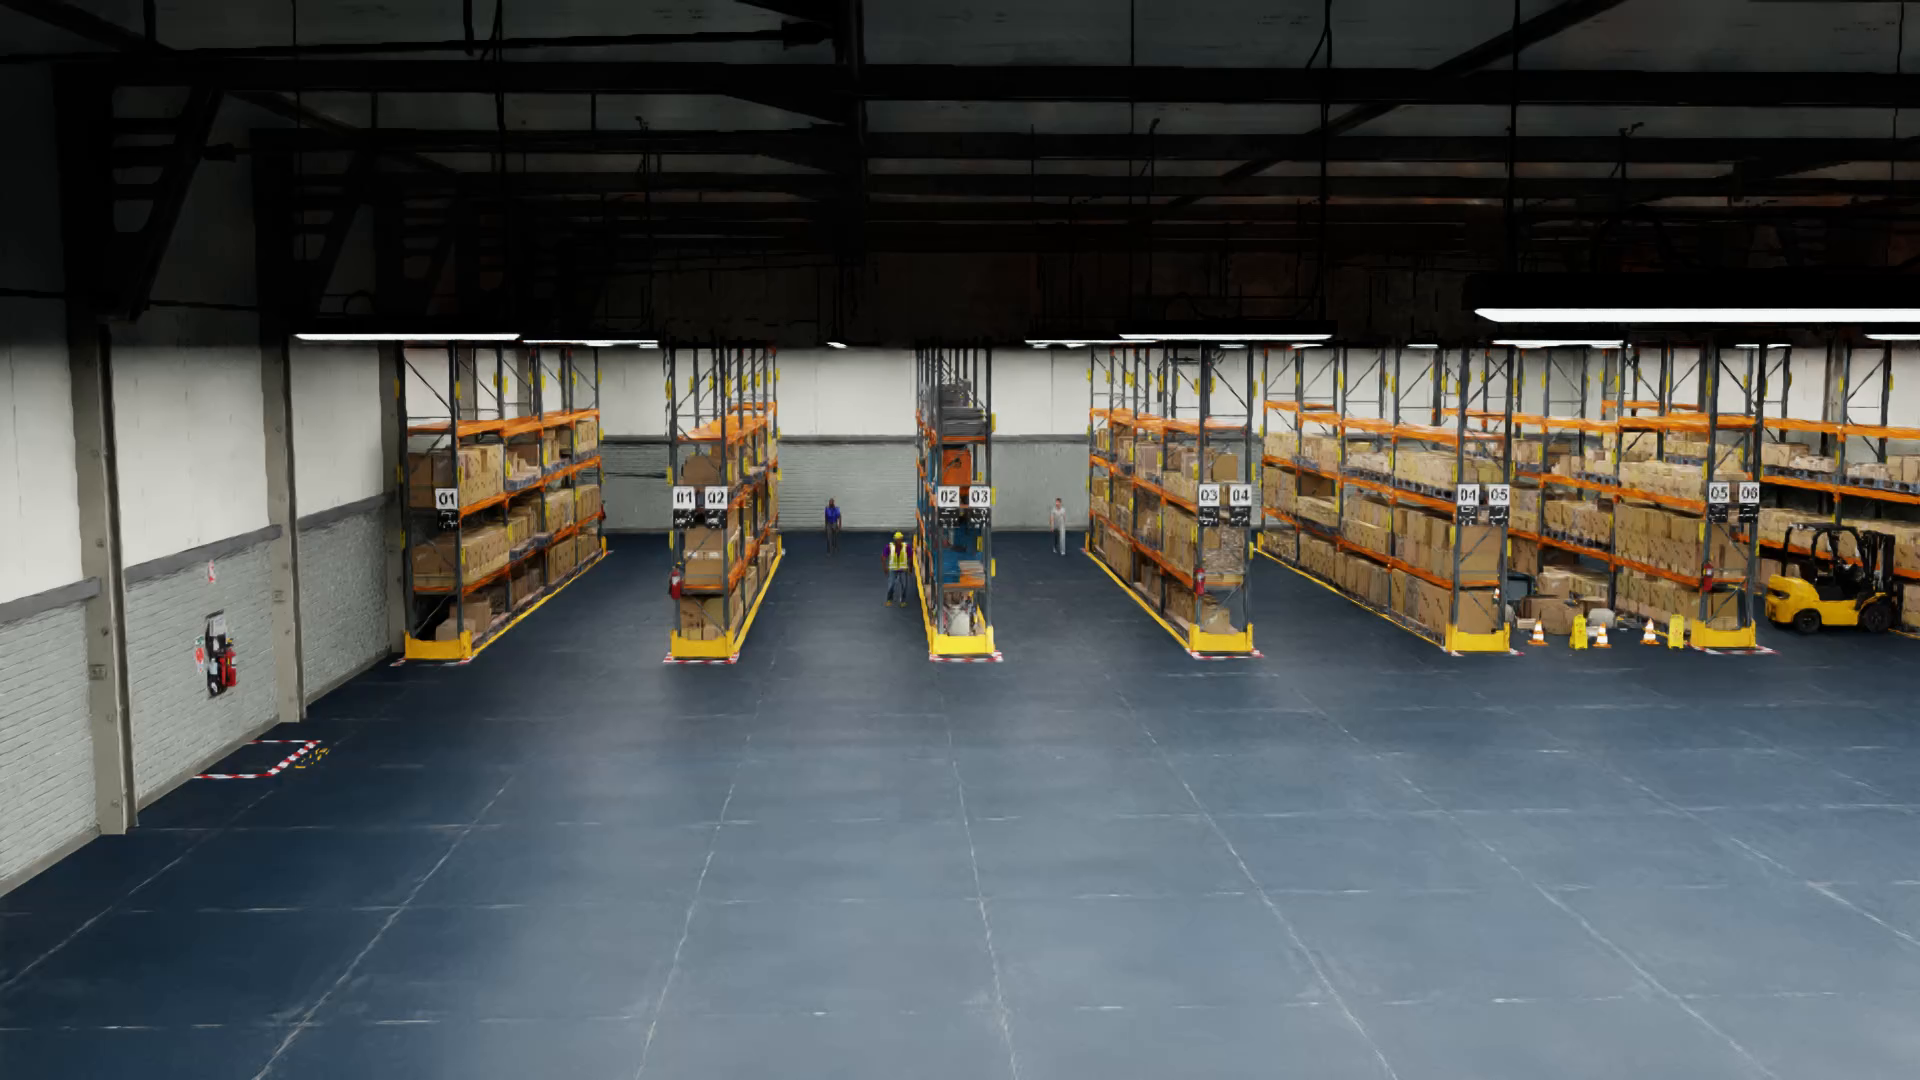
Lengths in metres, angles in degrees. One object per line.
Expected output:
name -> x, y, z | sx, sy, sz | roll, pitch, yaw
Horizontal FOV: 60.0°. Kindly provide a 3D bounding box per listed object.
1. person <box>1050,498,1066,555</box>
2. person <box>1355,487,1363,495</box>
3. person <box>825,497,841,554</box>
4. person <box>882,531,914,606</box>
person -> 2.754, -0.405, 46.837 | 0.447, 1.588, 1.095 | 0, 6, 0
person -> 12.095, -0.784, 50.057 | 0.458, 1.640, 0.641 | -5, 8, -35
person -> -3.589, -0.411, 46.981 | 0.463, 1.596, 0.989 | 0, 7, -4
person -> -1.398, 0.643, 37.331 | 0.719, 1.714, 0.578 | 0, 7, -4
